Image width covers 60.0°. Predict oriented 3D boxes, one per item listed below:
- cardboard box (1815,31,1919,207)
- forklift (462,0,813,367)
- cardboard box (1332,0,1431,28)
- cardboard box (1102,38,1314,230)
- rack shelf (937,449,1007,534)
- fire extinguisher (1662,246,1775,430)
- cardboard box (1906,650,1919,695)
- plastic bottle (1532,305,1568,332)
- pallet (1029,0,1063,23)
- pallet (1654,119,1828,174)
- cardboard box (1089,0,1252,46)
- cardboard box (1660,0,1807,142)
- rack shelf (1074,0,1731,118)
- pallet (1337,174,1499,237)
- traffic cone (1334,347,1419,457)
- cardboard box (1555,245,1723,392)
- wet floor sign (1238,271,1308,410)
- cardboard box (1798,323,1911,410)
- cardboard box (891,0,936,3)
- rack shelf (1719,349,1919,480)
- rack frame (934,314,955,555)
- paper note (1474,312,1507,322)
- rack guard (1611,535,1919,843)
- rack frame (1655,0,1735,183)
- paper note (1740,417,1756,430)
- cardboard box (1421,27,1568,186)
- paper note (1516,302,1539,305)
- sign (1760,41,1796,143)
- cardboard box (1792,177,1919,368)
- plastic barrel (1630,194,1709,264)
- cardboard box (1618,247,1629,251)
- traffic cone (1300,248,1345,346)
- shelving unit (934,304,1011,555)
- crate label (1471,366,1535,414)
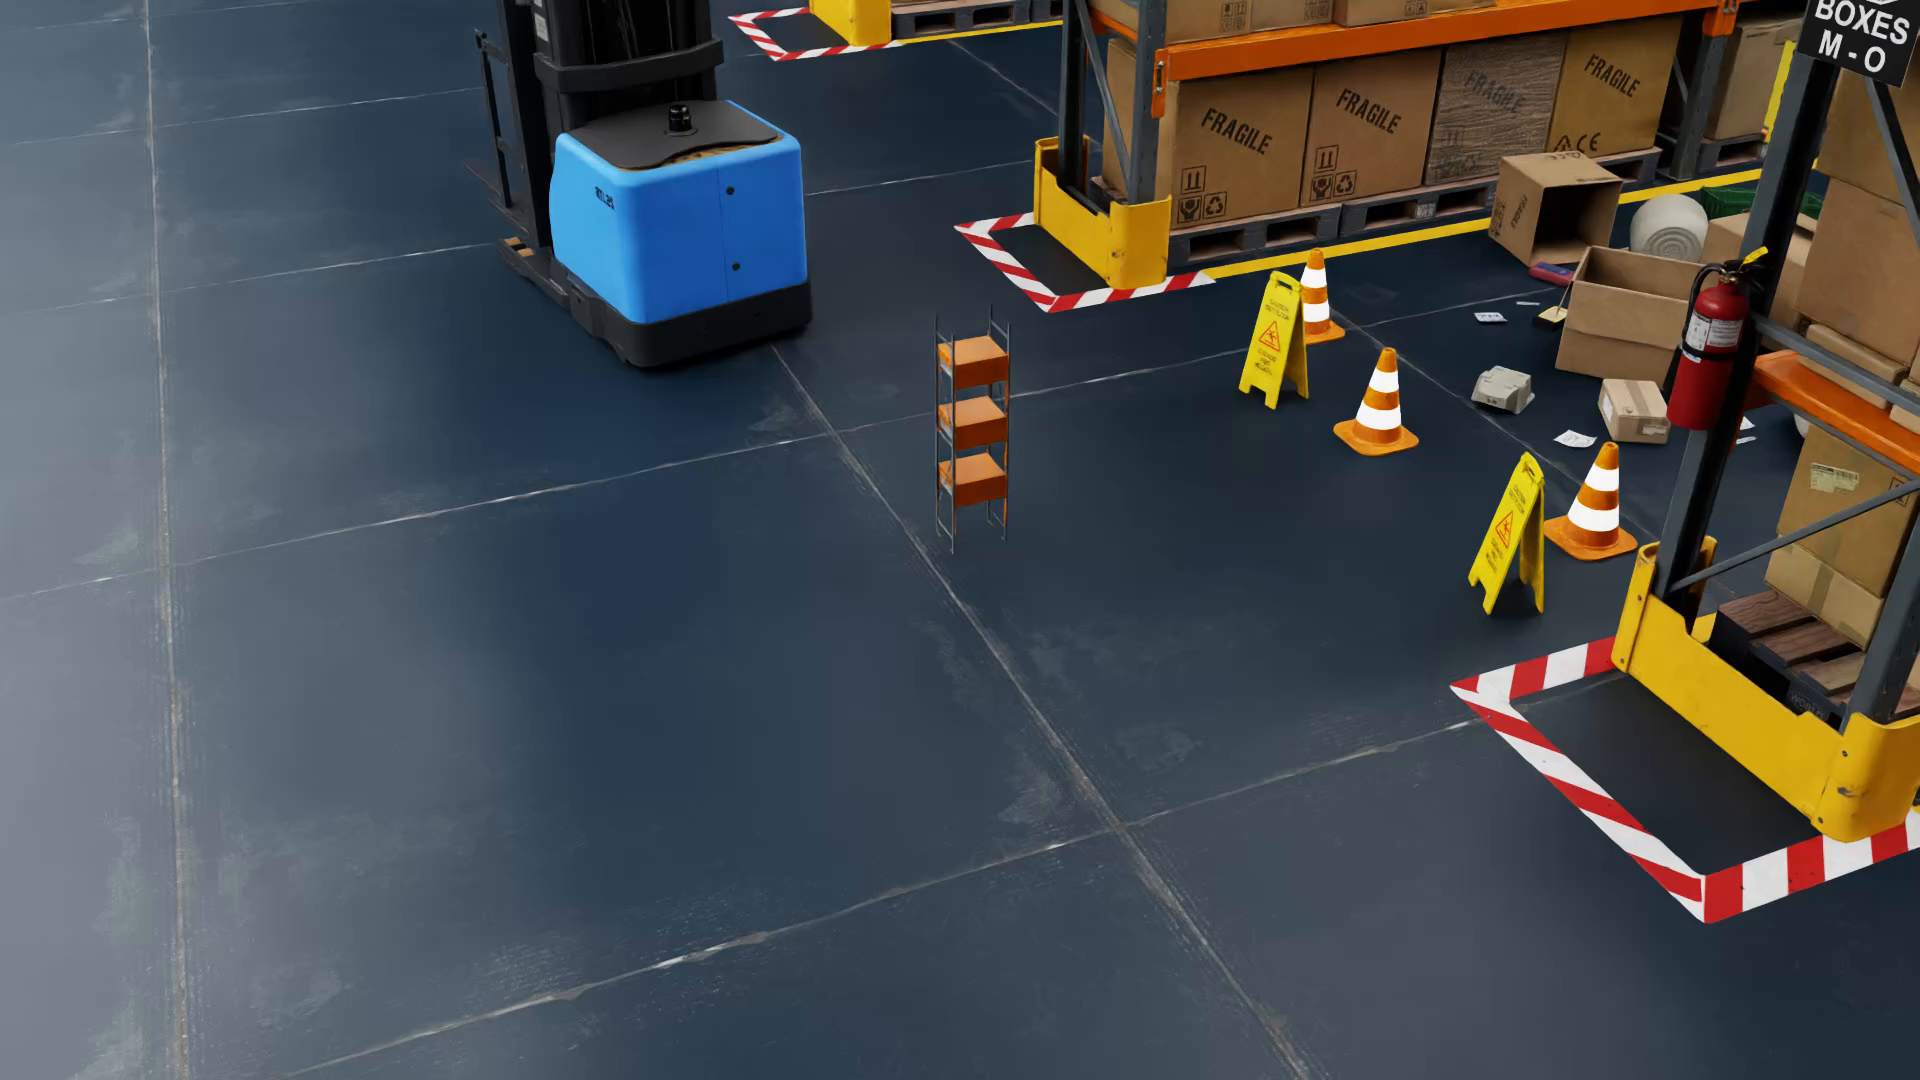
[{"bbox_3d":[3.236,-1.333,5.267,0.500,0.500,0.700,-14,35,-20],"label":"cardboard box"},{"bbox_3d":[-2.034,-2.869,8.971,1.130,2.935,3.031,-20,38,-28],"label":"forklift"},{"bbox_3d":[2.228,-3.343,9.500,0.550,0.550,0.875,-13,35,-19],"label":"cardboard box"},{"bbox_3d":[1.440,-2.459,9.842,0.875,0.875,0.875,-13,35,-19],"label":"cardboard box"},{"bbox_3d":[0.049,-0.210,7.138,0.240,0.259,0.215,-13,35,-19],"label":"rack shelf"},{"bbox_3d":[2.566,-0.705,5.653,0.183,0.674,0.296,-13,35,-19],"label":"fire extinguisher"},{"bbox_3d":[3.700,0.416,5.997,0.500,0.250,0.500,-13,35,-19],"label":"cardboard box"},{"bbox_3d":[3.252,-1.217,9.064,0.283,0.061,0.133,-27,42,-35],"label":"plastic bottle"},{"bbox_3d":[0.969,-4.769,14.386,1.213,0.211,1.003,-13,35,-19],"label":"pallet"},{"bbox_3d":[5.211,-2.874,11.473,1.213,0.211,1.003,-13,35,-19],"label":"pallet"},{"bbox_3d":[1.165,-3.161,9.220,0.550,0.550,0.875,-13,35,-19],"label":"cardboard box"},{"bbox_3d":[5.066,-3.251,11.174,0.750,0.750,1.050,-13,35,-19],"label":"cardboard box"},{"bbox_3d":[2.684,-3.118,9.951,4.000,0.370,1.077,-13,35,-19],"label":"rack shelf"},{"bbox_3d":[2.670,-2.292,10.579,1.213,0.211,1.003,-13,35,-19],"label":"pallet"},{"bbox_3d":[2.003,-0.692,7.889,0.334,0.463,0.336,-13,35,-19],"label":"traffic cone"},{"bbox_3d":[3.489,-1.127,8.521,0.797,0.503,0.637,16,36,23],"label":"cardboard box"},{"bbox_3d":[1.580,-1.009,8.208,0.232,0.644,0.267,-19,38,-27],"label":"wet floor sign"},{"bbox_3d":[3.112,-0.611,5.668,0.250,0.149,0.380,-12,35,-17],"label":"cardboard box"},{"bbox_3d":[-0.405,-4.764,13.729,0.500,0.500,0.500,-7,34,-10],"label":"cardboard box"},{"bbox_3d":[4.694,-0.650,6.158,4.000,0.370,1.077,-13,35,-19],"label":"rack shelf"},{"bbox_3d":[-0.063,-0.426,6.941,0.008,1.050,0.200,-13,35,-19],"label":"rack frame"},{"bbox_3d":[2.905,-1.220,9.099,0.142,0.017,0.144,-2,33,-2],"label":"paper note"},{"bbox_3d":[2.920,0.502,6.020,0.348,0.500,1.175,-13,35,-19],"label":"rack guard"},{"bbox_3d":[4.528,-3.842,10.404,0.127,3.000,1.000,-13,35,-19],"label":"rack frame"},{"bbox_3d":[3.792,-0.585,8.131,0.142,0.019,0.148,-2,33,-2],"label":"paper note"},{"bbox_3d":[3.092,-2.837,10.423,0.875,0.875,0.875,-13,35,-19],"label":"cardboard box"},{"bbox_3d":[3.165,-1.318,9.267,0.123,0.001,0.032,4,33,6],"label":"paper note"},{"bbox_3d":[2.653,-1.430,5.347,0.005,0.325,0.100,-13,35,-19],"label":"sign"},{"bbox_3d":[3.243,-0.949,5.594,0.500,0.500,0.500,-14,35,-20],"label":"cardboard box"},{"bbox_3d":[4.076,-1.751,9.553,0.421,0.421,0.512,10,34,14],"label":"plastic barrel"},{"bbox_3d":[3.656,-1.407,9.168,0.258,0.266,0.396,-7,34,-11],"label":"cardboard box"},{"bbox_3d":[1.880,-1.332,8.873,0.334,0.463,0.336,-13,35,-19],"label":"traffic cone"},{"bbox_3d":[0.049,-0.451,6.981,0.252,1.050,0.215,-13,35,-19],"label":"shelving unit"},{"bbox_3d":[2.704,-0.753,8.281,0.250,0.136,0.298,23,39,30],"label":"crate label"}]
